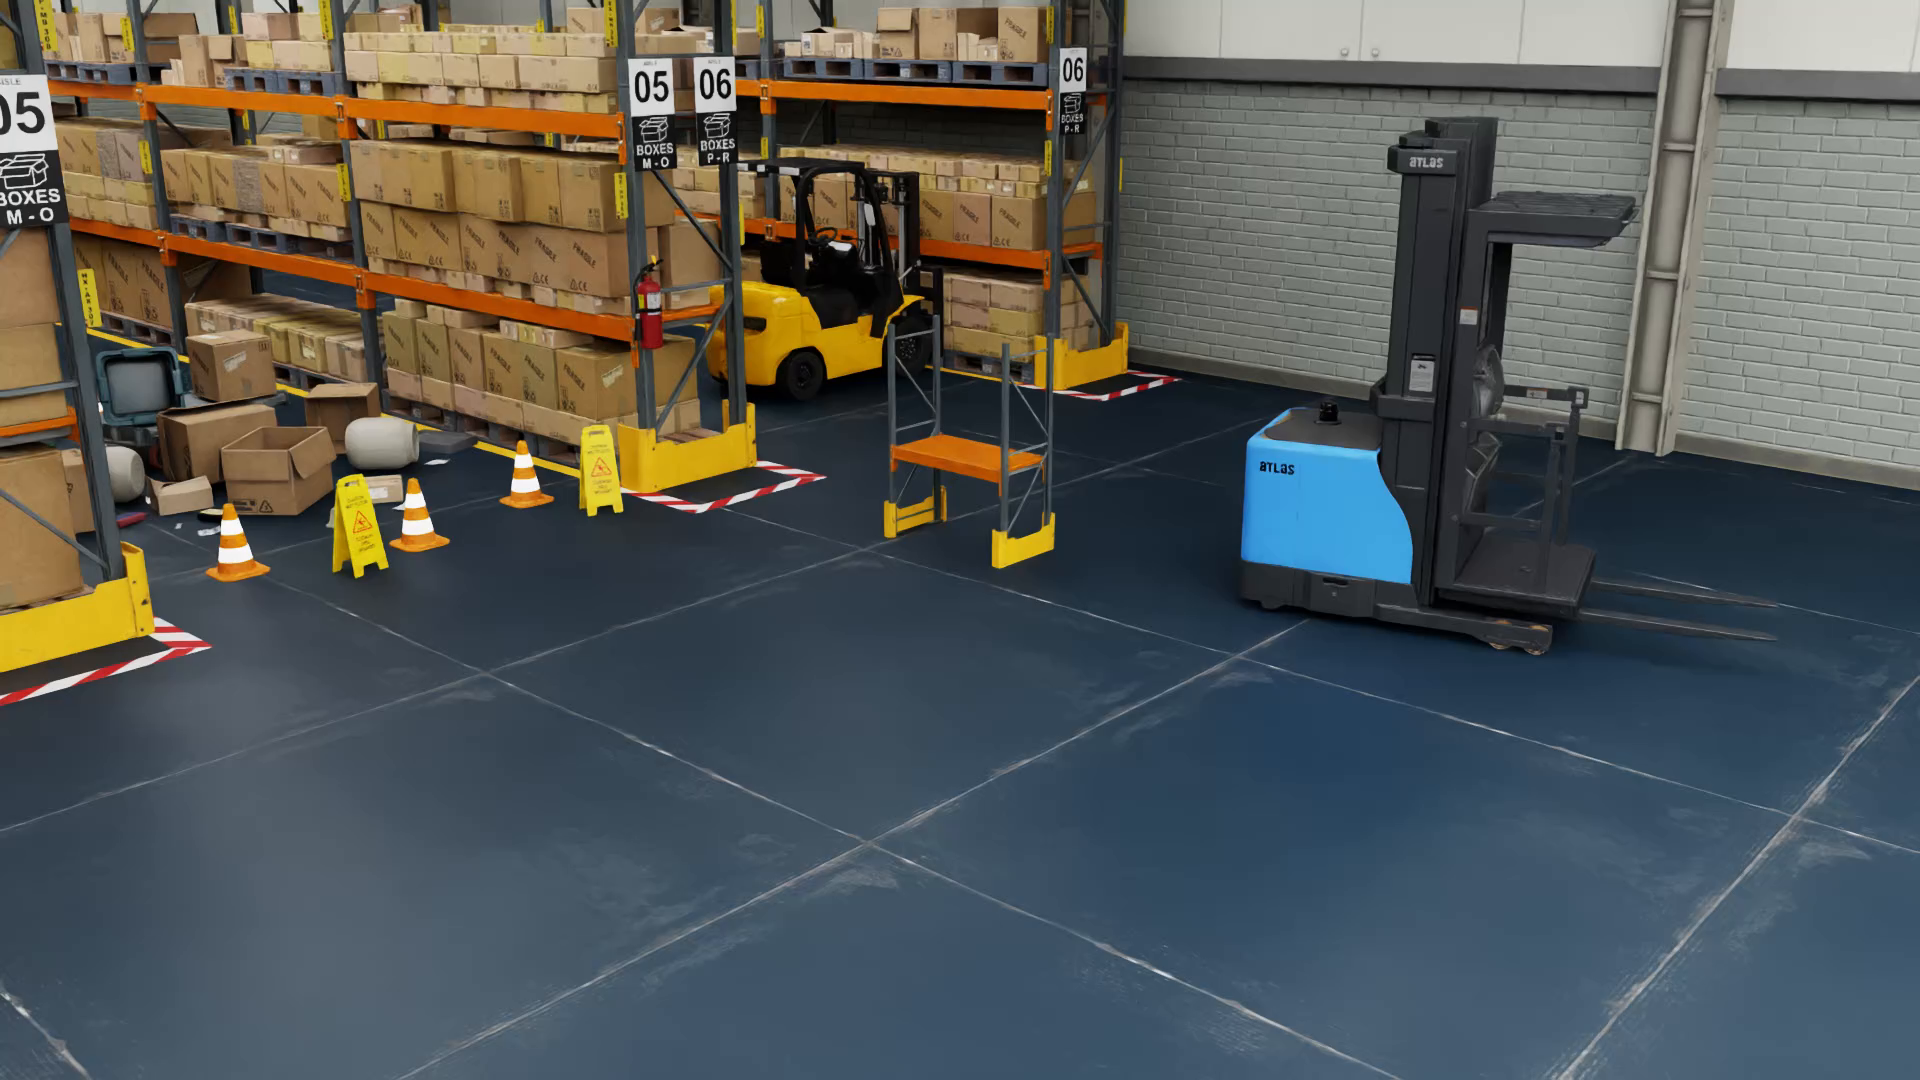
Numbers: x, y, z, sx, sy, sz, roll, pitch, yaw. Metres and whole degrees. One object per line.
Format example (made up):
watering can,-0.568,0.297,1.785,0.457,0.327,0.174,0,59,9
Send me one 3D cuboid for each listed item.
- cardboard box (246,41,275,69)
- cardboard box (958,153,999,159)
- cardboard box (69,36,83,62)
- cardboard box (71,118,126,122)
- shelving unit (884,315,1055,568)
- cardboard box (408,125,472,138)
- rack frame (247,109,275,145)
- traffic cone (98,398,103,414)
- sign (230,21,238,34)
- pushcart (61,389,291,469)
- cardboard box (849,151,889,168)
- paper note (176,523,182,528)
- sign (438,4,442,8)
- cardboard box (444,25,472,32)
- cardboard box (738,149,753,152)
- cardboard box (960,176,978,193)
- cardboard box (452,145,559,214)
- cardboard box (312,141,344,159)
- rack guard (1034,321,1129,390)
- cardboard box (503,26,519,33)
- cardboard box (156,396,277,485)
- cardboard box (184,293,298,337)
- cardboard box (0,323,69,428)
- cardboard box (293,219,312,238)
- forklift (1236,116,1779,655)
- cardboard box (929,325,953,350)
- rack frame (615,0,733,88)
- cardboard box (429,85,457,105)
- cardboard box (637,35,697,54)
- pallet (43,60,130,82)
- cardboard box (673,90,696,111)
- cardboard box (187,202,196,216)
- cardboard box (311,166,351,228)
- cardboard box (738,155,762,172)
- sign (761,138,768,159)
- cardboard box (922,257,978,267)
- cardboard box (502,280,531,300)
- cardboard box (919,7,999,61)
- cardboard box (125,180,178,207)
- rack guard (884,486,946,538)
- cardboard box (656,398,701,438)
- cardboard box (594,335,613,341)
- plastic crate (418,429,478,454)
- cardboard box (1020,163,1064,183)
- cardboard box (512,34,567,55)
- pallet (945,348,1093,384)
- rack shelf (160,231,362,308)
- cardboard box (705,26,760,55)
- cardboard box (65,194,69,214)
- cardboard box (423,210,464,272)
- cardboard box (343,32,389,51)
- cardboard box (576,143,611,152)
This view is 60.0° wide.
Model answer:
cardboard box,-6.368,-4.582,15.686,0.500,0.250,0.500,15,23,40
cardboard box,0.196,-3.954,17.383,0.250,0.149,0.380,14,23,38
cardboard box,-9.333,-5.300,17.923,0.258,0.266,0.396,14,23,38
cardboard box,-10.170,-4.729,19.737,0.500,0.500,0.500,16,23,40
shelving unit,0.057,-0.700,11.337,1.083,1.500,0.587,15,23,39
cardboard box,-7.170,-5.460,22.998,0.500,0.500,0.700,15,23,40
rack frame,-10.762,-6.267,26.400,0.127,3.000,1.000,15,23,39
traffic cone,-7.816,-1.289,14.908,0.334,0.463,0.336,15,23,39
sign,-7.709,-5.336,17.652,0.005,0.325,0.100,15,23,39
pushcart,-6.555,-0.958,14.007,0.936,0.377,1.648,7,19,21
cardboard box,-0.957,-4.023,17.600,0.250,0.149,0.380,15,23,38
paper note,-5.599,-0.102,11.916,0.032,0.001,0.123,-6,18,-18
sign,-7.405,-7.454,23.676,0.005,0.325,0.100,15,23,39
cardboard box,-6.647,-6.708,21.896,0.250,0.149,0.380,15,23,40
cardboard box,-2.634,-4.552,19.759,0.250,0.149,0.380,15,23,39
cardboard box,0.217,-3.580,16.697,0.250,0.149,0.380,15,23,39
cardboard box,-3.718,-2.964,13.682,0.500,0.500,0.700,15,23,39
cardboard box,-6.077,-3.802,16.209,0.250,0.149,0.380,17,24,42
rack guard,1.223,-1.858,16.641,0.348,0.500,1.175,15,23,39
cardboard box,-5.591,-6.472,21.183,0.250,0.149,0.380,14,22,37
cardboard box,-5.786,-0.771,12.986,0.503,0.637,0.797,15,23,39
cardboard box,-7.655,-2.369,17.767,0.625,0.372,0.950,13,22,36
cardboard box,-5.605,-0.926,9.324,0.550,0.550,0.875,15,23,39
cardboard box,-6.049,-2.956,15.688,0.250,0.149,0.380,15,23,38
forklift,3.273,-0.922,9.670,3.031,2.935,1.130,8,19,24
cardboard box,-0.090,-2.171,17.346,0.500,0.250,0.500,15,23,40
rack frame,-2.087,-4.790,11.829,0.127,3.000,1.000,15,23,39
cardboard box,-4.102,-3.647,13.601,0.250,0.149,0.380,14,23,38
cardboard box,-2.217,-3.738,12.571,0.250,0.149,0.380,15,23,39
pallet,-9.426,-5.218,18.448,1.213,0.211,1.003,16,24,42
cardboard box,-2.120,-3.381,12.762,0.250,0.149,0.380,15,23,39
cardboard box,-7.762,-3.446,17.232,0.250,0.149,0.380,13,22,36
cardboard box,-5.577,-3.164,15.272,0.500,0.500,0.500,15,23,38
cardboard box,-2.395,-4.281,18.903,0.250,0.149,0.380,15,23,38
sign,-2.140,-4.247,18.252,0.005,0.325,0.100,15,23,39
cardboard box,-0.151,-2.867,17.885,0.500,0.250,0.500,14,23,38
cardboard box,-3.512,-2.079,13.618,0.250,0.149,0.380,15,23,39
cardboard box,0.012,-5.042,16.556,0.500,0.500,0.700,15,23,40
cardboard box,-8.601,-3.744,17.870,0.500,0.250,0.500,15,23,39
rack guard,-0.315,-0.204,11.841,0.087,0.250,0.587,15,23,39
cardboard box,-2.507,-1.045,13.797,0.500,0.250,0.500,15,23,39
cardboard box,-2.919,-1.511,14.025,0.500,0.500,0.500,14,22,37
plastic crate,-4.449,-0.842,14.131,0.583,0.080,0.402,7,19,21
cardboard box,0.797,-3.577,16.196,0.250,0.149,0.380,15,23,39
cardboard box,-3.240,-3.843,12.900,0.250,0.149,0.380,15,23,39
pallet,0.605,-1.870,17.153,1.213,0.211,1.003,15,23,39
rack shelf,-6.575,-2.793,16.642,4.000,0.370,1.077,15,23,39
cardboard box,-2.490,-5.583,18.574,0.500,0.311,0.500,14,22,38
cardboard box,-10.148,-3.911,19.223,0.500,0.250,0.500,15,23,39
cardboard box,-4.177,-2.573,14.102,0.500,0.500,0.500,15,23,39
cardboard box,-5.060,-4.287,14.299,0.250,0.149,0.380,15,23,38
cardboard box,-4.535,-4.834,20.646,0.250,0.149,0.380,16,23,40
